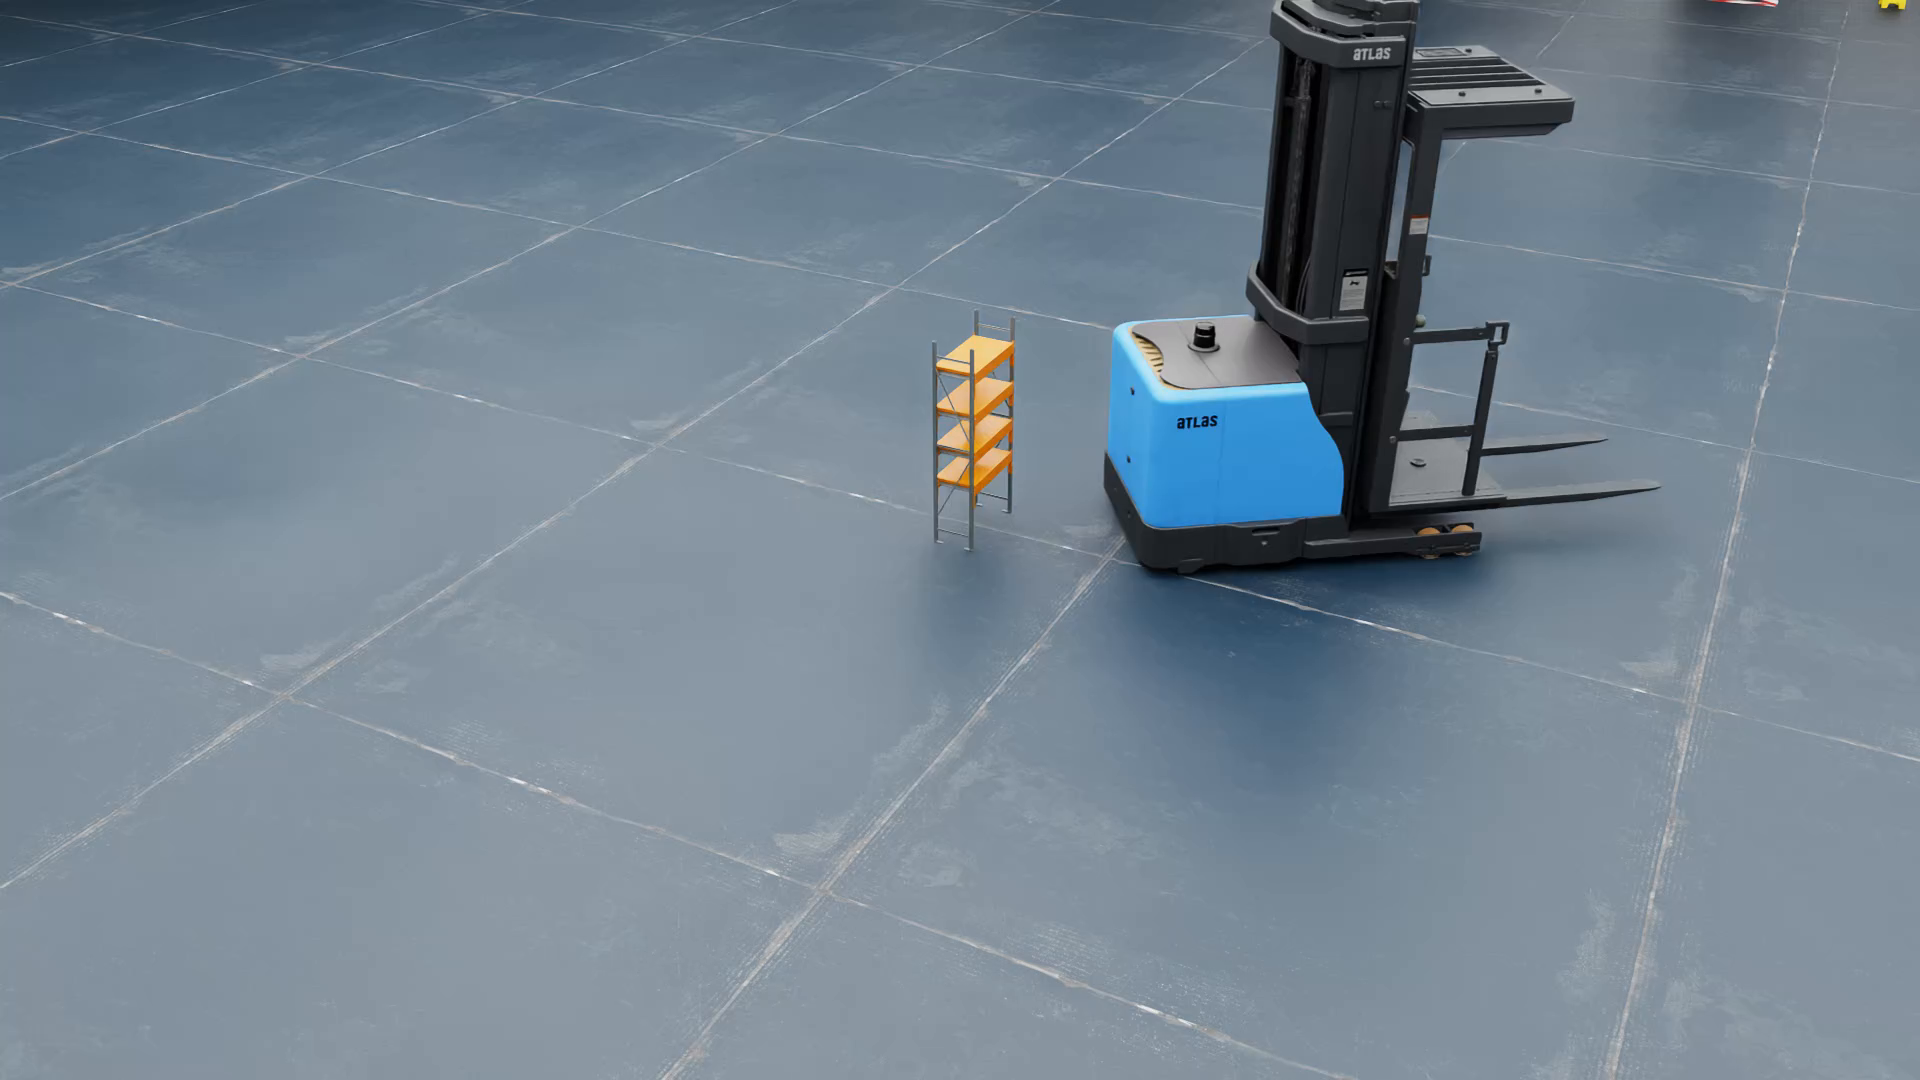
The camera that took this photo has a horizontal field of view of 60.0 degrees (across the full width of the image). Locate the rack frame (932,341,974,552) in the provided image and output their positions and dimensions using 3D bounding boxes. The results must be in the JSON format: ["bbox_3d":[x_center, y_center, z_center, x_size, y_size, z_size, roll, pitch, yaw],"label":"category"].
[{"bbox_3d":[-0.036,-0.486,8.891,0.240,1.200,0.015,14,33,23],"label":"rack frame"}]

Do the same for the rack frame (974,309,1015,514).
[{"bbox_3d":[0.187,-0.702,9.267,0.240,1.200,0.015,14,33,23],"label":"rack frame"}]

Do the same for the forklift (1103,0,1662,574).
[{"bbox_3d":[2.394,-1.424,8.787,3.031,2.935,1.130,-5,30,-8],"label":"forklift"}]

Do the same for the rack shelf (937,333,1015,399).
[{"bbox_3d":[0.075,-0.934,8.883,0.258,0.148,0.480,14,33,23],"label":"rack shelf"}]

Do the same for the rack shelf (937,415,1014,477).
[{"bbox_3d":[0.075,-0.535,9.112,0.258,0.148,0.480,14,33,23],"label":"rack shelf"}]

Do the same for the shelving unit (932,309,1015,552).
[{"bbox_3d":[0.075,-0.594,9.079,0.258,1.200,0.503,14,33,23],"label":"shelving unit"}]

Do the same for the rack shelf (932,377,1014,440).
[{"bbox_3d":[0.075,-0.729,9.001,0.258,0.148,0.480,14,33,23],"label":"rack shelf"}]

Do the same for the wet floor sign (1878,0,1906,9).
[{"bbox_3d":[11.735,-7.003,20.796,0.267,0.644,0.232,9,31,15],"label":"wet floor sign"}]

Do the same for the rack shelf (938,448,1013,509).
[{"bbox_3d":[0.075,-0.363,9.211,0.258,0.148,0.480,14,33,23],"label":"rack shelf"}]
